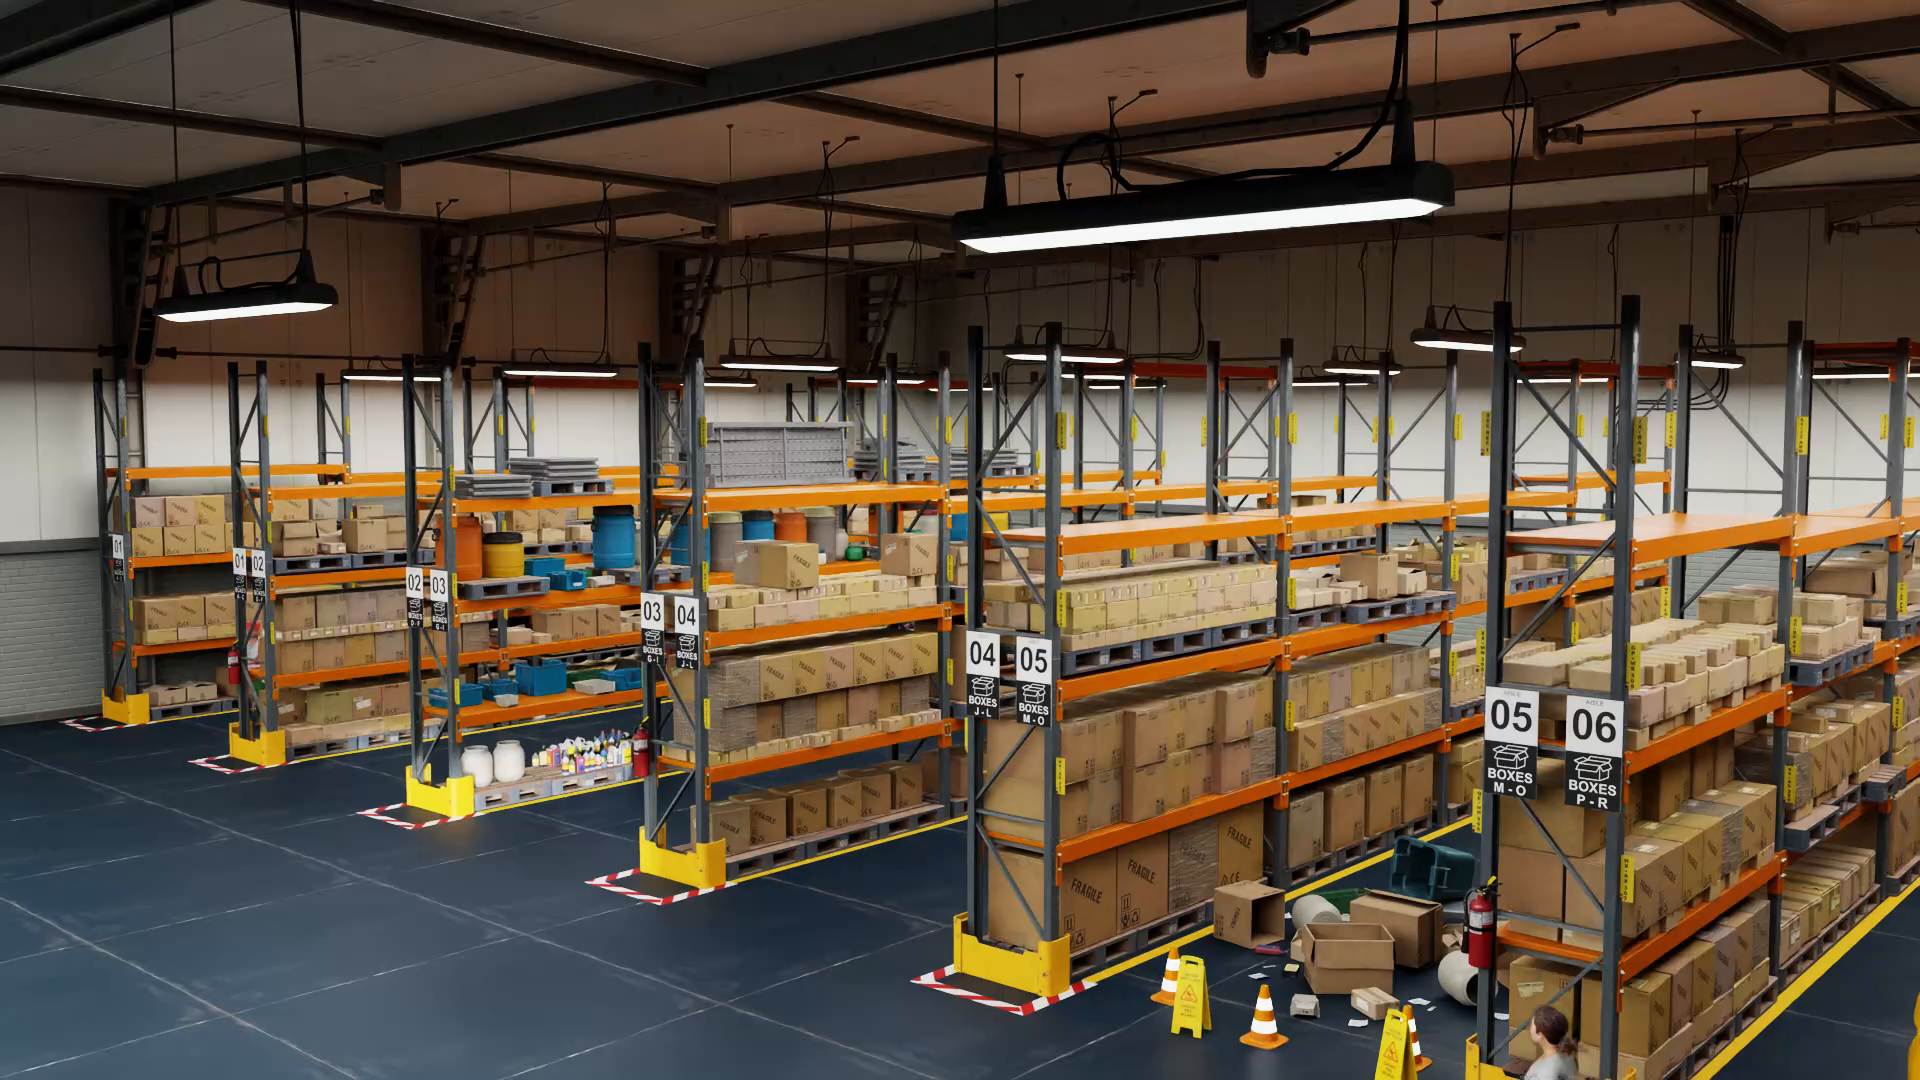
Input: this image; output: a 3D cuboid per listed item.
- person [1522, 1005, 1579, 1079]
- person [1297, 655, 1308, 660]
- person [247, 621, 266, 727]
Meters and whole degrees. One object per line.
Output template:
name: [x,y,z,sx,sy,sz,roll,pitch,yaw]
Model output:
person: [3.607,3.605,9.956,0.933,1.637,0.462,2,5,27]
person: [4.963,2.556,24.096,0.537,1.780,0.580,-3,5,-38]
person: [-11.762,2.260,27.663,0.570,1.846,0.509,0,4,-3]
